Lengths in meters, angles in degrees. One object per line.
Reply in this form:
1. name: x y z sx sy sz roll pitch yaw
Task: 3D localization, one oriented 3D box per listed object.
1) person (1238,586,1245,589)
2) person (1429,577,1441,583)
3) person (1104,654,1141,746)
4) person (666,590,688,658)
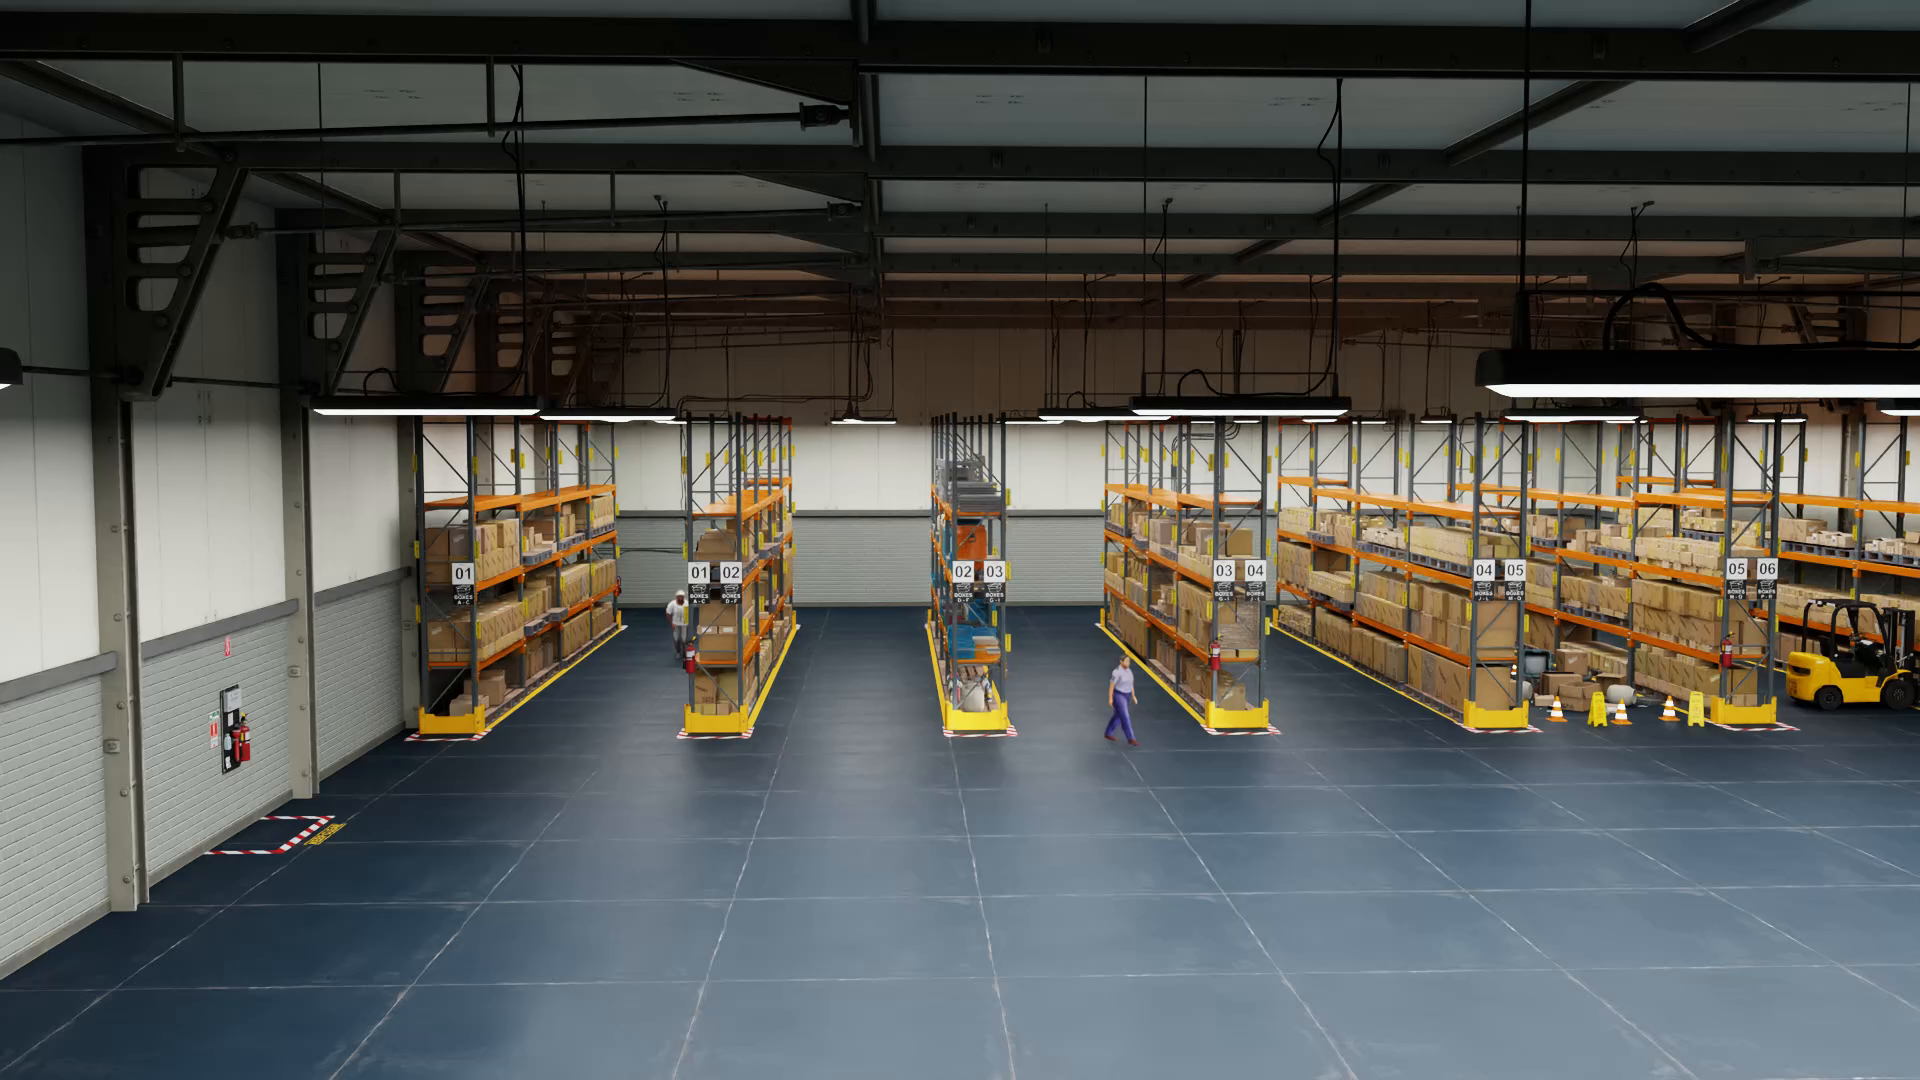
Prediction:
1. person: 7.888 1.687 46.812 0.613 1.662 1.063 0 4 1
2. person: 14.346 1.475 50.274 0.485 1.650 0.831 -2 5 -31
3. person: 2.957 2.859 29.969 0.925 1.599 0.560 3 5 34
4. person: -6.951 2.076 41.236 0.648 1.703 0.625 -1 4 -8
